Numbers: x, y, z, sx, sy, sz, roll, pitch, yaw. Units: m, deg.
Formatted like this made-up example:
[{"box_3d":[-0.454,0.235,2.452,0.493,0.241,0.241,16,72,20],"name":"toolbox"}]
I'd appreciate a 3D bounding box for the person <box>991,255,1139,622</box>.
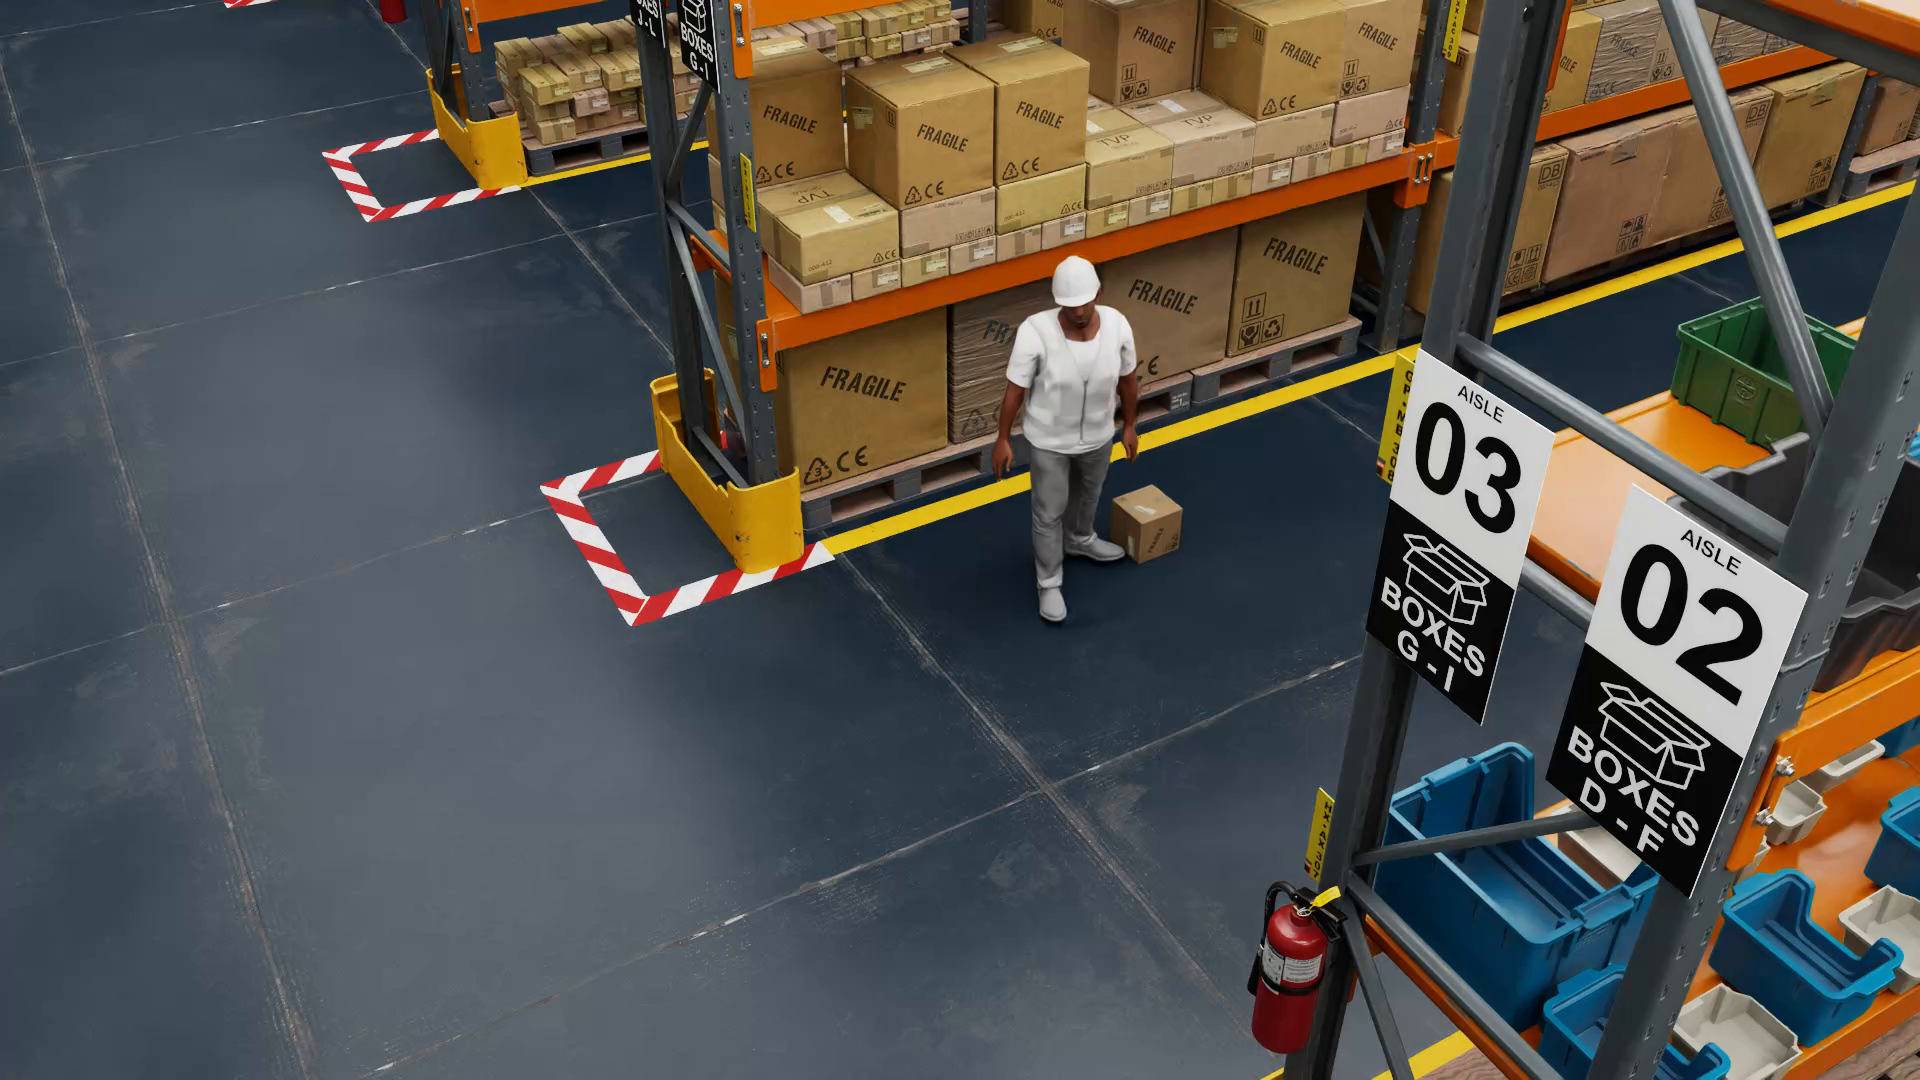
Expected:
[{"box_3d":[0.501,-0.479,7.548,0.736,1.766,0.573,-12,38,-15],"name":"person"}]
